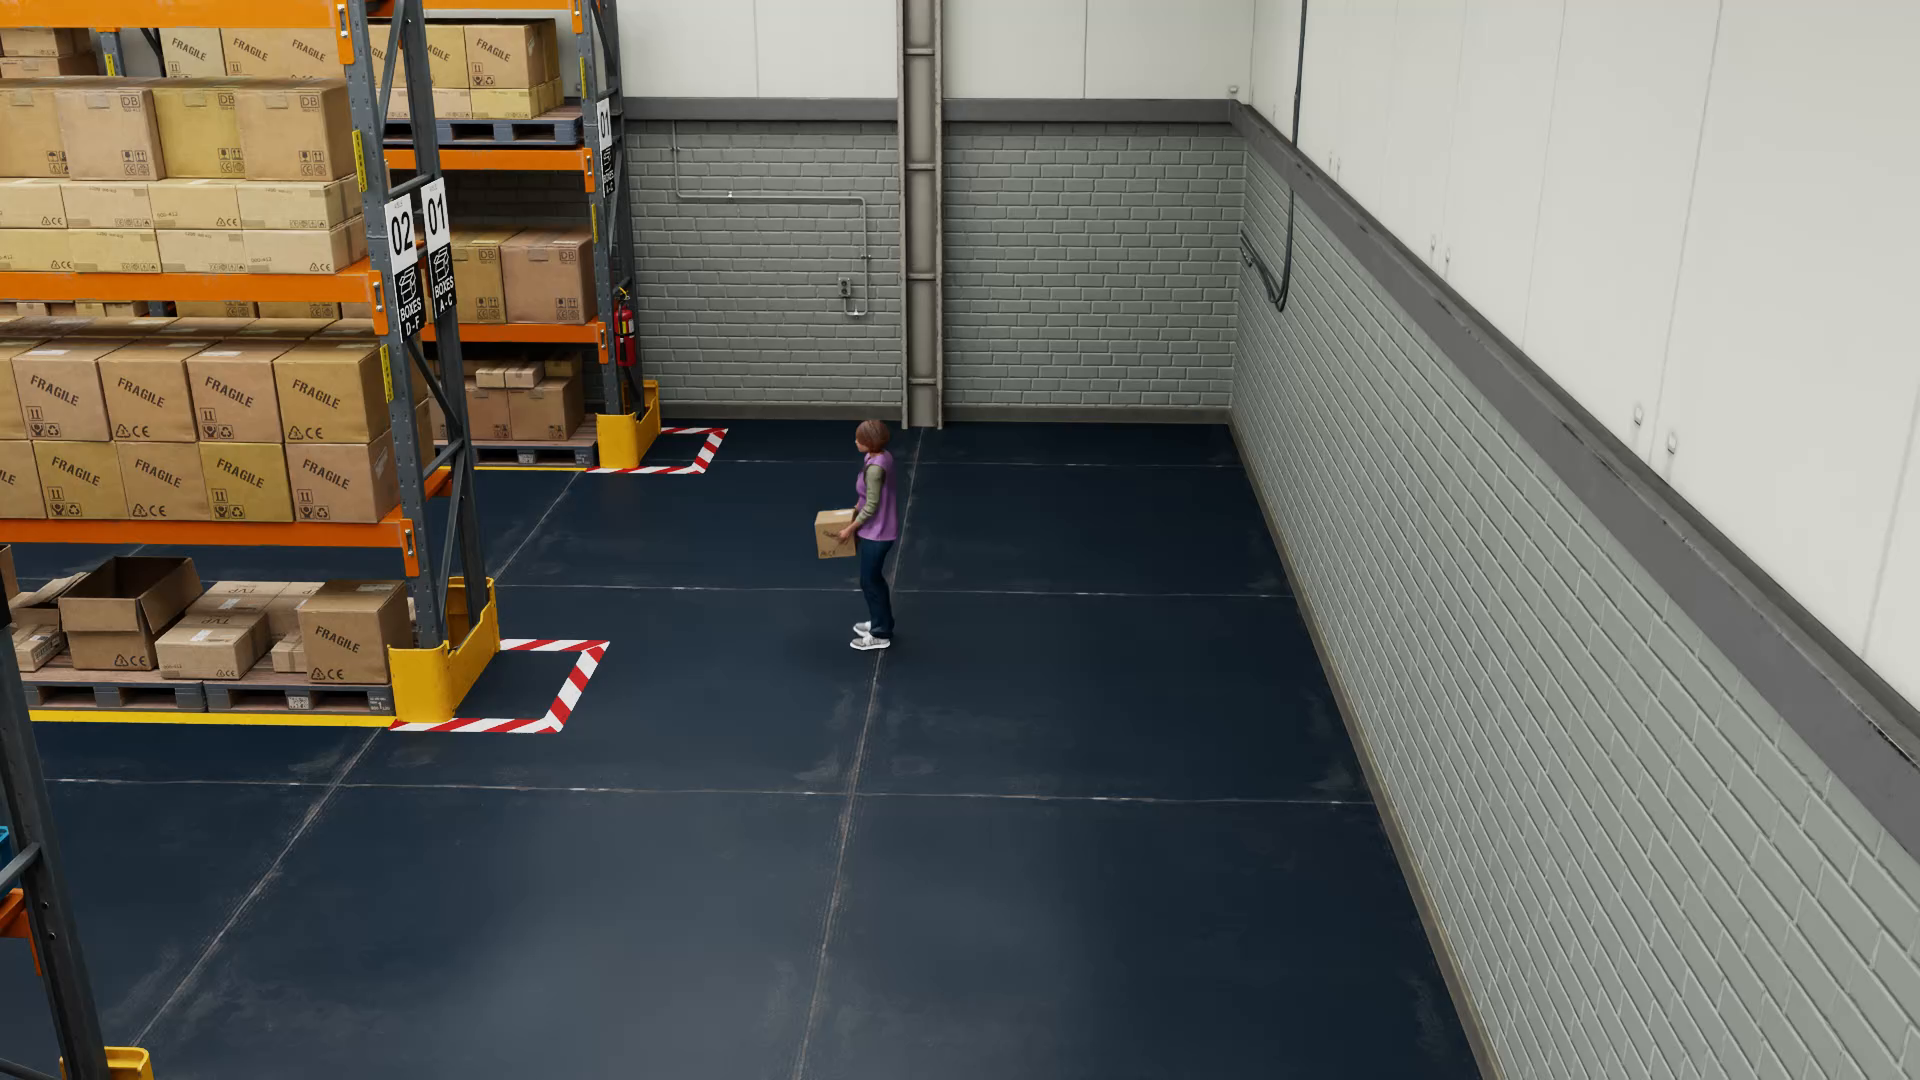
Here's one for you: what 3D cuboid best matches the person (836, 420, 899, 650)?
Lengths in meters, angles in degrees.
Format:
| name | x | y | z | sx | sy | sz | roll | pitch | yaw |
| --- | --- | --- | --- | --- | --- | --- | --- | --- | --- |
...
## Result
| name | x | y | z | sx | sy | sz | roll | pitch | yaw |
| --- | --- | --- | --- | --- | --- | --- | --- | --- | --- |
| person | -0.617 | -0.045 | 11.200 | 0.411 | 1.603 | 0.444 | 0 | 21 | 1 |
